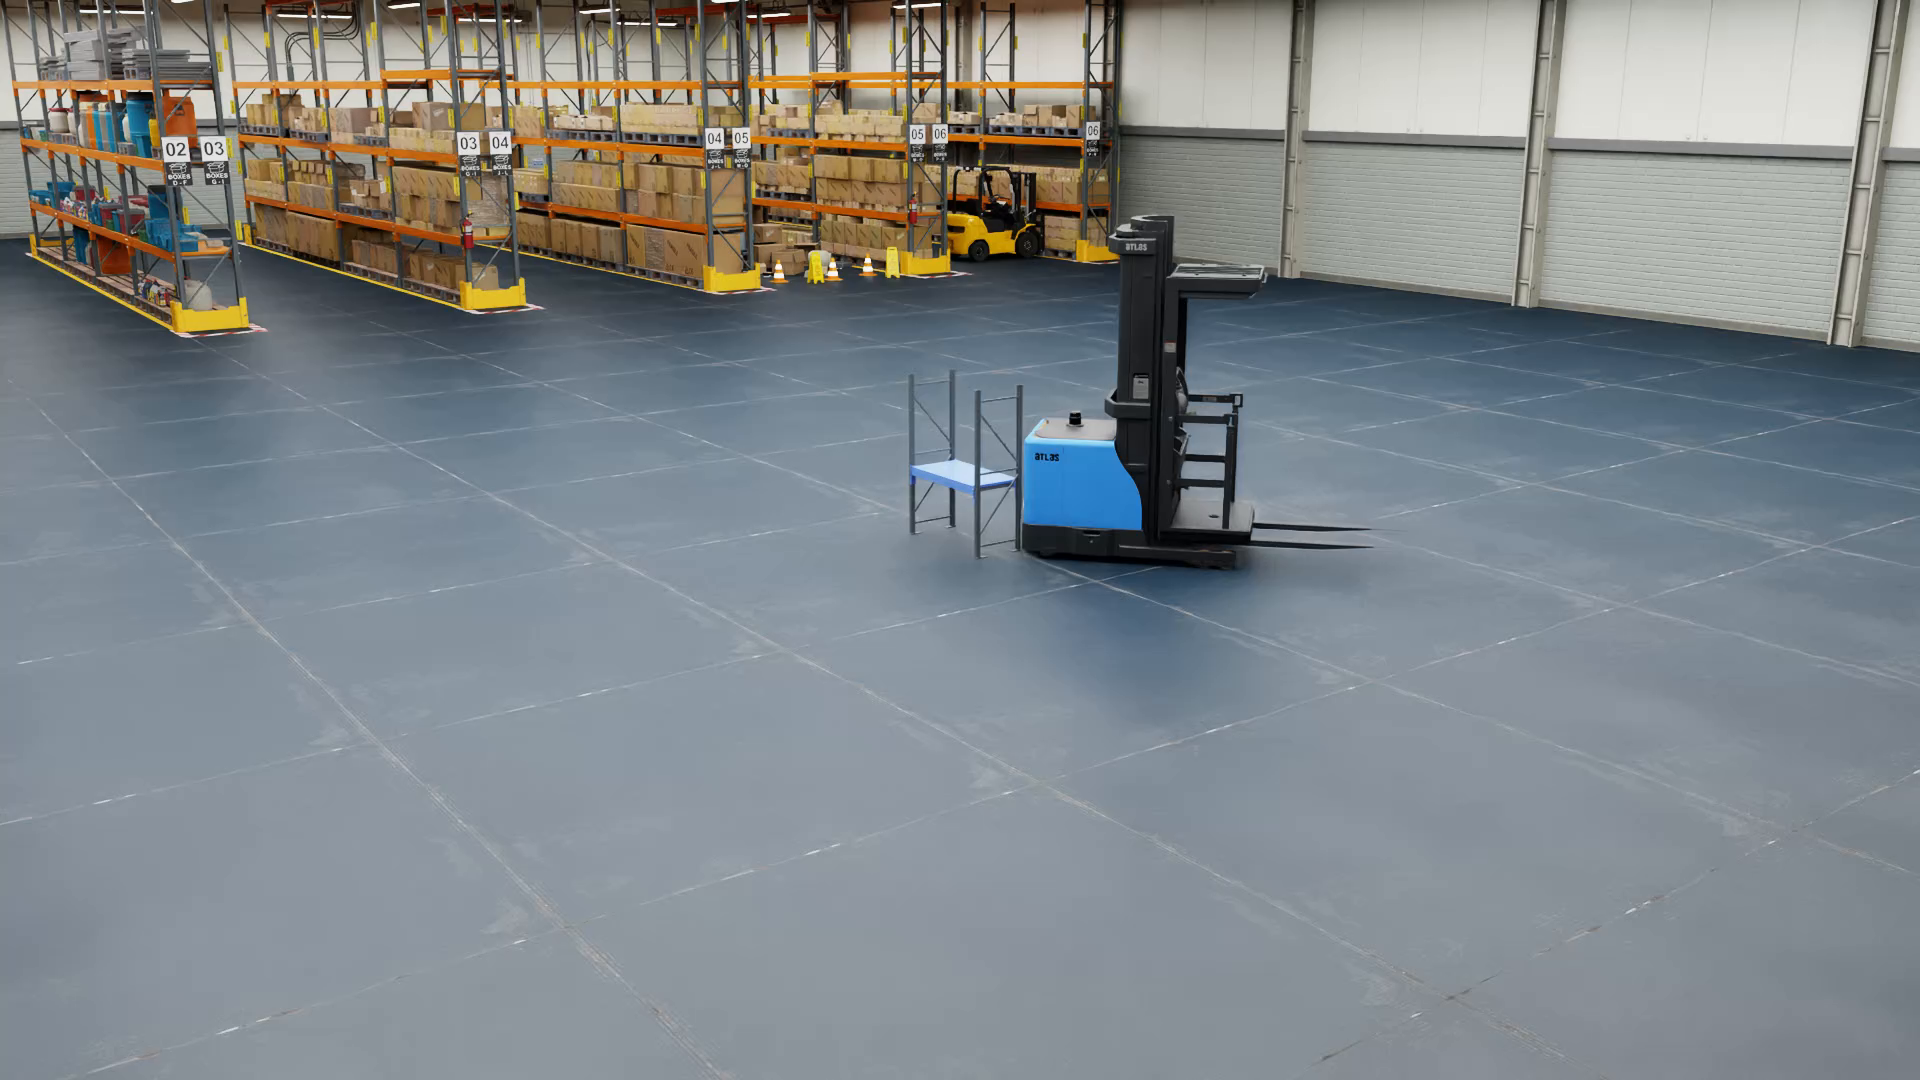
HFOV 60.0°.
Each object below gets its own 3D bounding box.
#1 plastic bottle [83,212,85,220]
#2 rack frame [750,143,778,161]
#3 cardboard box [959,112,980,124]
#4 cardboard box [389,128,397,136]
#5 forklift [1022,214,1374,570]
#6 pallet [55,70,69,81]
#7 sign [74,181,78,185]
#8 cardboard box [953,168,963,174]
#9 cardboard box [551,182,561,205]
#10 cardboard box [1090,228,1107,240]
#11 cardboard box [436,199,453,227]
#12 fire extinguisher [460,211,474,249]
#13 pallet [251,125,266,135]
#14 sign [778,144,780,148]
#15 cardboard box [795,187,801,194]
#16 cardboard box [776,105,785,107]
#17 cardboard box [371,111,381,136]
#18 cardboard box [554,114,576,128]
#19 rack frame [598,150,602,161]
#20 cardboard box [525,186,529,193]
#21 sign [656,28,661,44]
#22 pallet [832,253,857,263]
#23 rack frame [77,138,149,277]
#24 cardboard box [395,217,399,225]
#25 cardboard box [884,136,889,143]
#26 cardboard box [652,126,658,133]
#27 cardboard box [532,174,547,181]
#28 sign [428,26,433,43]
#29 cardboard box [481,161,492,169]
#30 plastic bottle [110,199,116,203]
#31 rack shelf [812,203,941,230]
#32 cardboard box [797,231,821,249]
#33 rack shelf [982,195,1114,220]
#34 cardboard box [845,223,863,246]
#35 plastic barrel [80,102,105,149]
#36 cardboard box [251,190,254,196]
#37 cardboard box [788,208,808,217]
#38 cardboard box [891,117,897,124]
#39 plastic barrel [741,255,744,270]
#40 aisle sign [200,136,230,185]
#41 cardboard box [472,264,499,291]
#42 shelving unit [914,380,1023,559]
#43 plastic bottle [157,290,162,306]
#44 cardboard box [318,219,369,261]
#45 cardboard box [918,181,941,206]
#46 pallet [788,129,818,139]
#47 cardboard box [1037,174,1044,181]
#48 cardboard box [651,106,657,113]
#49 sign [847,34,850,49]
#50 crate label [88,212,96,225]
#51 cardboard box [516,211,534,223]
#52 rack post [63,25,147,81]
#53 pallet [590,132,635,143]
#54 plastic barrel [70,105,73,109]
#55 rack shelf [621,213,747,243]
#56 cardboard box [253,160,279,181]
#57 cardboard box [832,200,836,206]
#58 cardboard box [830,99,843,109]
[{"bbox_3d":[-18.274,-6.792,34.758,0.097,0.201,0.097,0,15,0],"label":"plastic bottle"},{"bbox_3d":[-6.113,-11.556,51.790,1.000,3.000,0.127,-11,19,-35],"label":"rack frame"},{"bbox_3d":[0.320,-10.765,42.402,0.500,0.311,0.500,-12,19,-36],"label":"cardboard box"},{"bbox_3d":[-11.145,-8.134,33.133,0.380,0.149,0.250,-12,19,-36],"label":"cardboard box"},{"bbox_3d":[2.118,-1.307,14.475,3.031,2.935,1.130,3,16,11],"label":"forklift"},{"bbox_3d":[-17.844,-9.538,34.168,1.213,0.211,1.003,-11,19,-35],"label":"pallet"},{"bbox_3d":[-21.713,-8.646,40.847,0.100,0.325,0.005,-11,19,-35],"label":"sign"},{"bbox_3d":[0.032,-9.542,43.012,0.380,0.149,0.250,-12,19,-36],"label":"cardboard box"},{"bbox_3d":[-9.321,-8.197,39.328,0.500,0.500,0.500,-11,19,-34],"label":"cardboard box"},{"bbox_3d":[3.186,-7.390,40.034,0.500,0.250,0.500,-10,18,-34],"label":"cardboard box"},{"bbox_3d":[-9.427,-6.232,31.584,0.875,0.500,0.500,-11,19,-35],"label":"cardboard box"},{"bbox_3d":[-9.040,-5.697,30.529,0.296,0.674,0.183,-11,19,-35],"label":"fire extinguisher"},{"bbox_3d":[-16.976,-10.233,41.443,1.003,0.211,1.213,-11,19,-35],"label":"pallet"},{"bbox_3d":[-5.653,-12.349,51.895,0.100,0.325,0.005,-11,19,-35],"label":"sign"},{"bbox_3d":[-3.737,-8.430,40.049,0.380,0.149,0.250,-12,19,-36],"label":"cardboard box"},{"bbox_3d":[-5.157,-12.858,49.637,0.500,0.250,0.500,-10,18,-33],"label":"cardboard box"},{"bbox_3d":[-11.838,-8.700,34.683,0.797,0.503,0.637,-10,18,-32],"label":"cardboard box"},{"bbox_3d":[-9.119,-9.753,38.703,0.500,0.311,0.500,-11,19,-34],"label":"cardboard box"},{"bbox_3d":[-10.126,-10.785,48.973,1.000,3.000,0.127,-11,19,-35],"label":"rack frame"},{"bbox_3d":[-10.325,-8.510,40.342,0.380,0.149,0.250,-10,18,-34],"label":"cardboard box"},{"bbox_3d":[-6.552,-10.934,36.084,0.100,0.325,0.005,-11,19,-35],"label":"sign"},{"bbox_3d":[-2.647,-6.740,39.475,1.003,0.211,1.213,-11,19,-35],"label":"pallet"},{"bbox_3d":[-17.445,-6.770,34.302,1.000,3.000,0.127,-11,19,-35],"label":"rack frame"},{"bbox_3d":[-11.203,-6.471,33.685,0.380,0.149,0.250,-11,19,-35],"label":"cardboard box"},{"bbox_3d":[-1.456,-8.837,36.649,0.380,0.149,0.250,-10,18,-33],"label":"cardboard box"},{"bbox_3d":[-6.182,-8.554,34.629,0.380,0.149,0.250,-11,19,-34],"label":"cardboard box"},{"bbox_3d":[-10.026,-8.689,39.867,0.380,0.149,0.250,-12,19,-37],"label":"cardboard box"},{"bbox_3d":[-10.637,-10.147,33.358,0.100,0.325,0.005,-11,19,-35],"label":"sign"},{"bbox_3d":[-12.214,-9.873,42.995,0.500,0.500,0.500,-12,19,-36],"label":"cardboard box"},{"bbox_3d":[-18.344,-7.219,36.038,0.144,0.351,0.185,-11,19,-35],"label":"plastic bottle"},{"bbox_3d":[-1.895,-7.448,38.145,1.077,0.370,4.000,-11,19,-35],"label":"rack shelf"},{"bbox_3d":[-3.381,-7.269,40.310,0.950,0.372,0.625,-11,19,-34],"label":"cardboard box"},{"bbox_3d":[2.118,-8.220,40.963,1.077,0.370,4.000,-11,19,-35],"label":"rack shelf"},{"bbox_3d":[-2.314,-7.069,38.389,0.500,0.500,0.500,-10,18,-32],"label":"cardboard box"},{"bbox_3d":[-17.138,-8.249,33.076,0.600,0.901,0.600,0,15,0],"label":"plastic barrel"},{"bbox_3d":[-17.898,-8.889,42.523,0.380,0.149,0.250,-11,19,-36],"label":"cardboard box"},{"bbox_3d":[-4.749,-9.998,50.035,0.700,0.500,0.500,-12,19,-37],"label":"cardboard box"},{"bbox_3d":[-1.277,-9.166,36.341,0.380,0.149,0.250,-10,18,-34],"label":"cardboard box"},{"bbox_3d":[-5.107,-6.186,37.049,0.512,0.421,0.421,1,15,4],"label":"plastic barrel"},{"bbox_3d":[-12.462,-6.345,27.827,0.394,0.787,0.004,-11,19,-35],"label":"aisle sign"},{"bbox_3d":[-9.088,-4.963,31.641,0.500,0.500,0.500,-7,17,-24],"label":"cardboard box"},{"bbox_3d":[0.043,-0.705,14.984,0.500,1.500,1.039,-11,19,-34],"label":"shelving unit"},{"bbox_3d":[-14.259,-4.310,29.626,0.061,0.283,0.133,-10,18,-33],"label":"plastic bottle"},{"bbox_3d":[-13.827,-6.867,37.886,1.225,0.875,0.875,-12,19,-37],"label":"cardboard box"},{"bbox_3d":[-0.773,-7.704,36.964,0.500,0.500,0.500,-11,19,-35],"label":"cardboard box"},{"bbox_3d":[-3.347,-9.727,39.781,1.213,0.211,1.003,-11,19,-35],"label":"pallet"},{"bbox_3d":[2.090,-8.801,40.307,0.380,0.149,0.250,-11,19,-34],"label":"cardboard box"},{"bbox_3d":[-6.181,-8.938,34.524,0.380,0.149,0.250,-11,19,-35],"label":"cardboard box"},{"bbox_3d":[-2.621,-11.685,38.978,0.100,0.325,0.005,-11,19,-35],"label":"sign"},{"bbox_3d":[-17.500,-6.541,33.783,0.303,0.233,0.416,-11,19,-35],"label":"crate label"},{"bbox_3d":[-10.887,-8.078,41.601,0.500,0.250,0.500,-10,18,-32],"label":"cardboard box"},{"bbox_3d":[-16.320,-9.313,31.851,1.013,1.000,3.121,-11,19,-35],"label":"rack post"},{"bbox_3d":[-7.594,-8.975,37.041,0.805,0.209,1.217,-12,19,-37],"label":"pallet"},{"bbox_3d":[-19.096,-9.201,36.350,0.600,0.588,0.600,0,15,0],"label":"plastic barrel"},{"bbox_3d":[-5.839,-6.659,35.259,1.077,0.370,4.000,-11,19,-35],"label":"rack shelf"},{"bbox_3d":[-17.475,-9.319,41.916,0.500,0.500,0.500,-11,19,-36],"label":"cardboard box"},{"bbox_3d":[-2.773,-7.886,38.858,0.380,0.149,0.250,-11,19,-35],"label":"cardboard box"},{"bbox_3d":[-3.526,-12.567,47.944,0.396,0.266,0.258,-11,19,-35],"label":"cardboard box"}]
